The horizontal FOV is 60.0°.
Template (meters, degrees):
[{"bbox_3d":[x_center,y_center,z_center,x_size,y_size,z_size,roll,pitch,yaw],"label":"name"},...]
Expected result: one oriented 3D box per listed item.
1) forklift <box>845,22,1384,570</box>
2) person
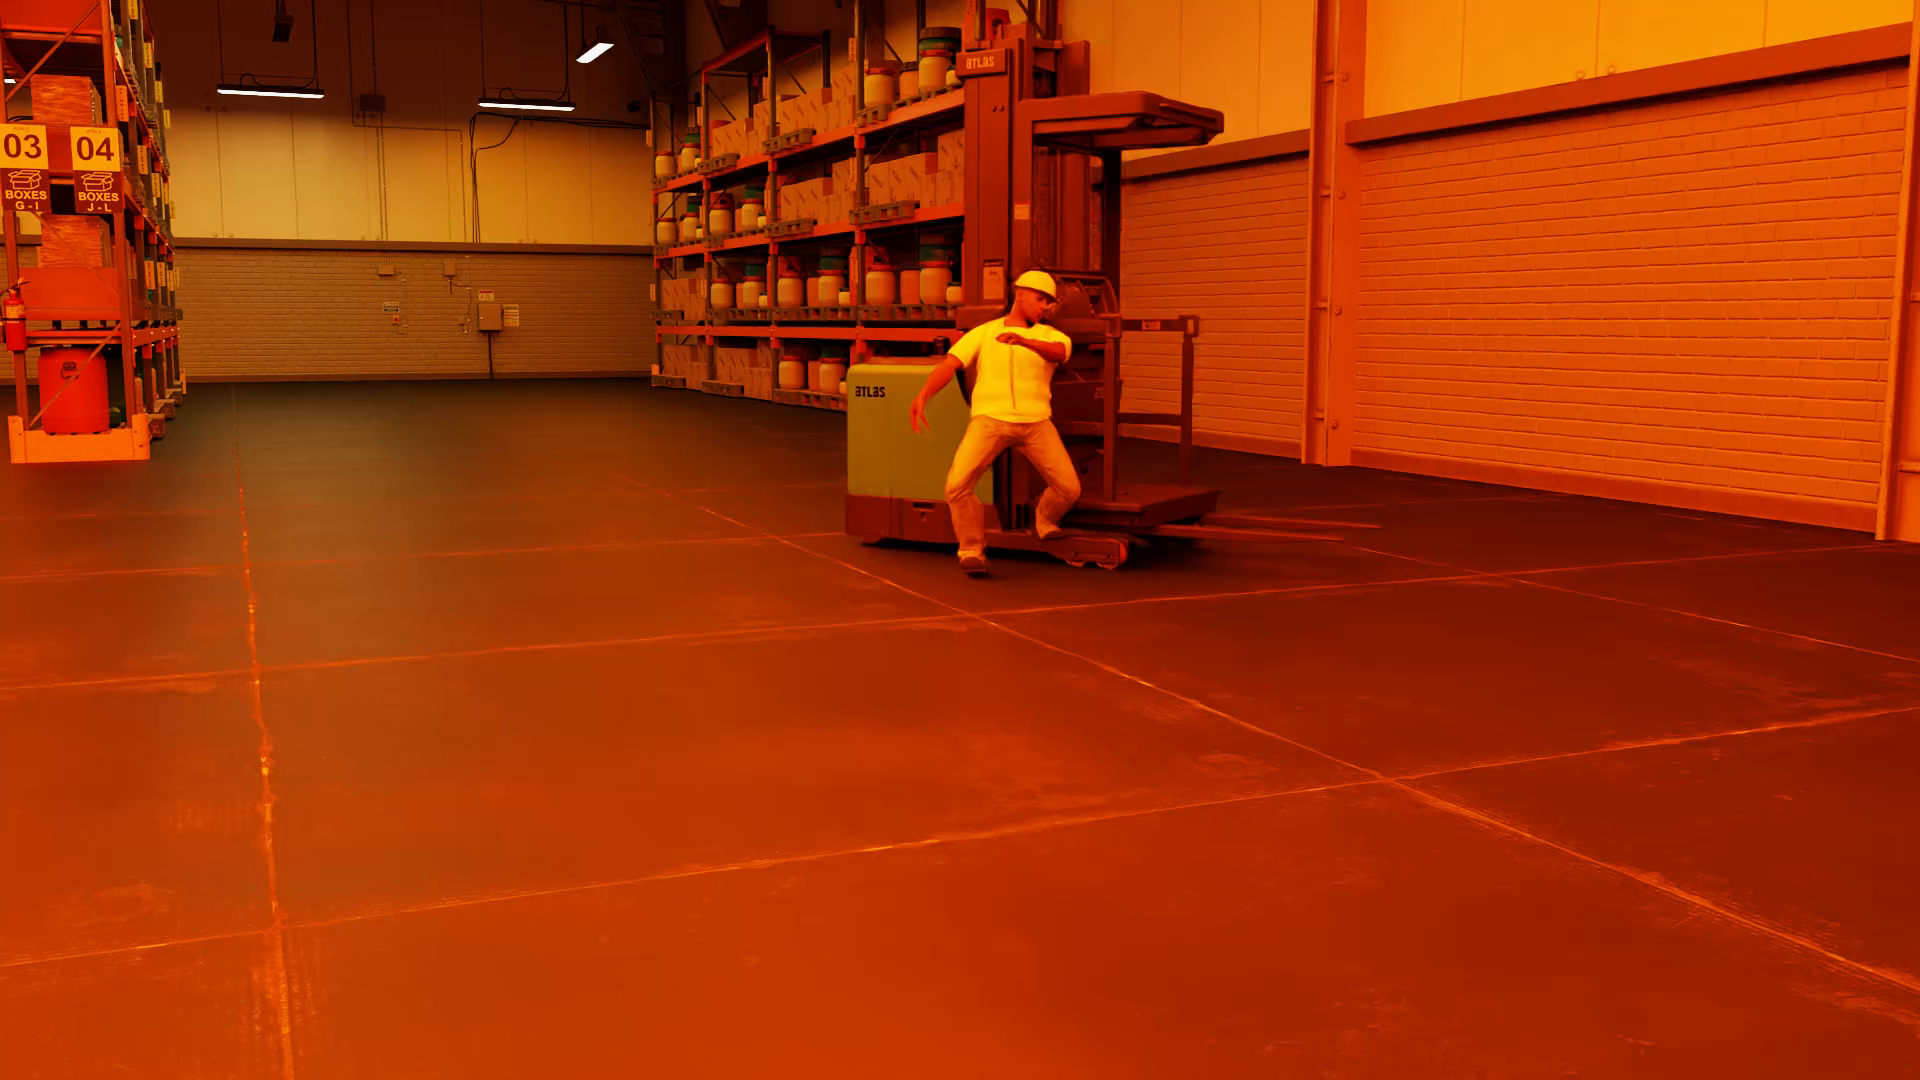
[{"bbox_3d":[0.838,-1.372,9.350,3.031,2.935,1.130,5,9,32],"label":"forklift"},{"bbox_3d":[0.187,-0.613,8.715,0.899,1.594,0.851,-1,8,-7],"label":"person"}]
